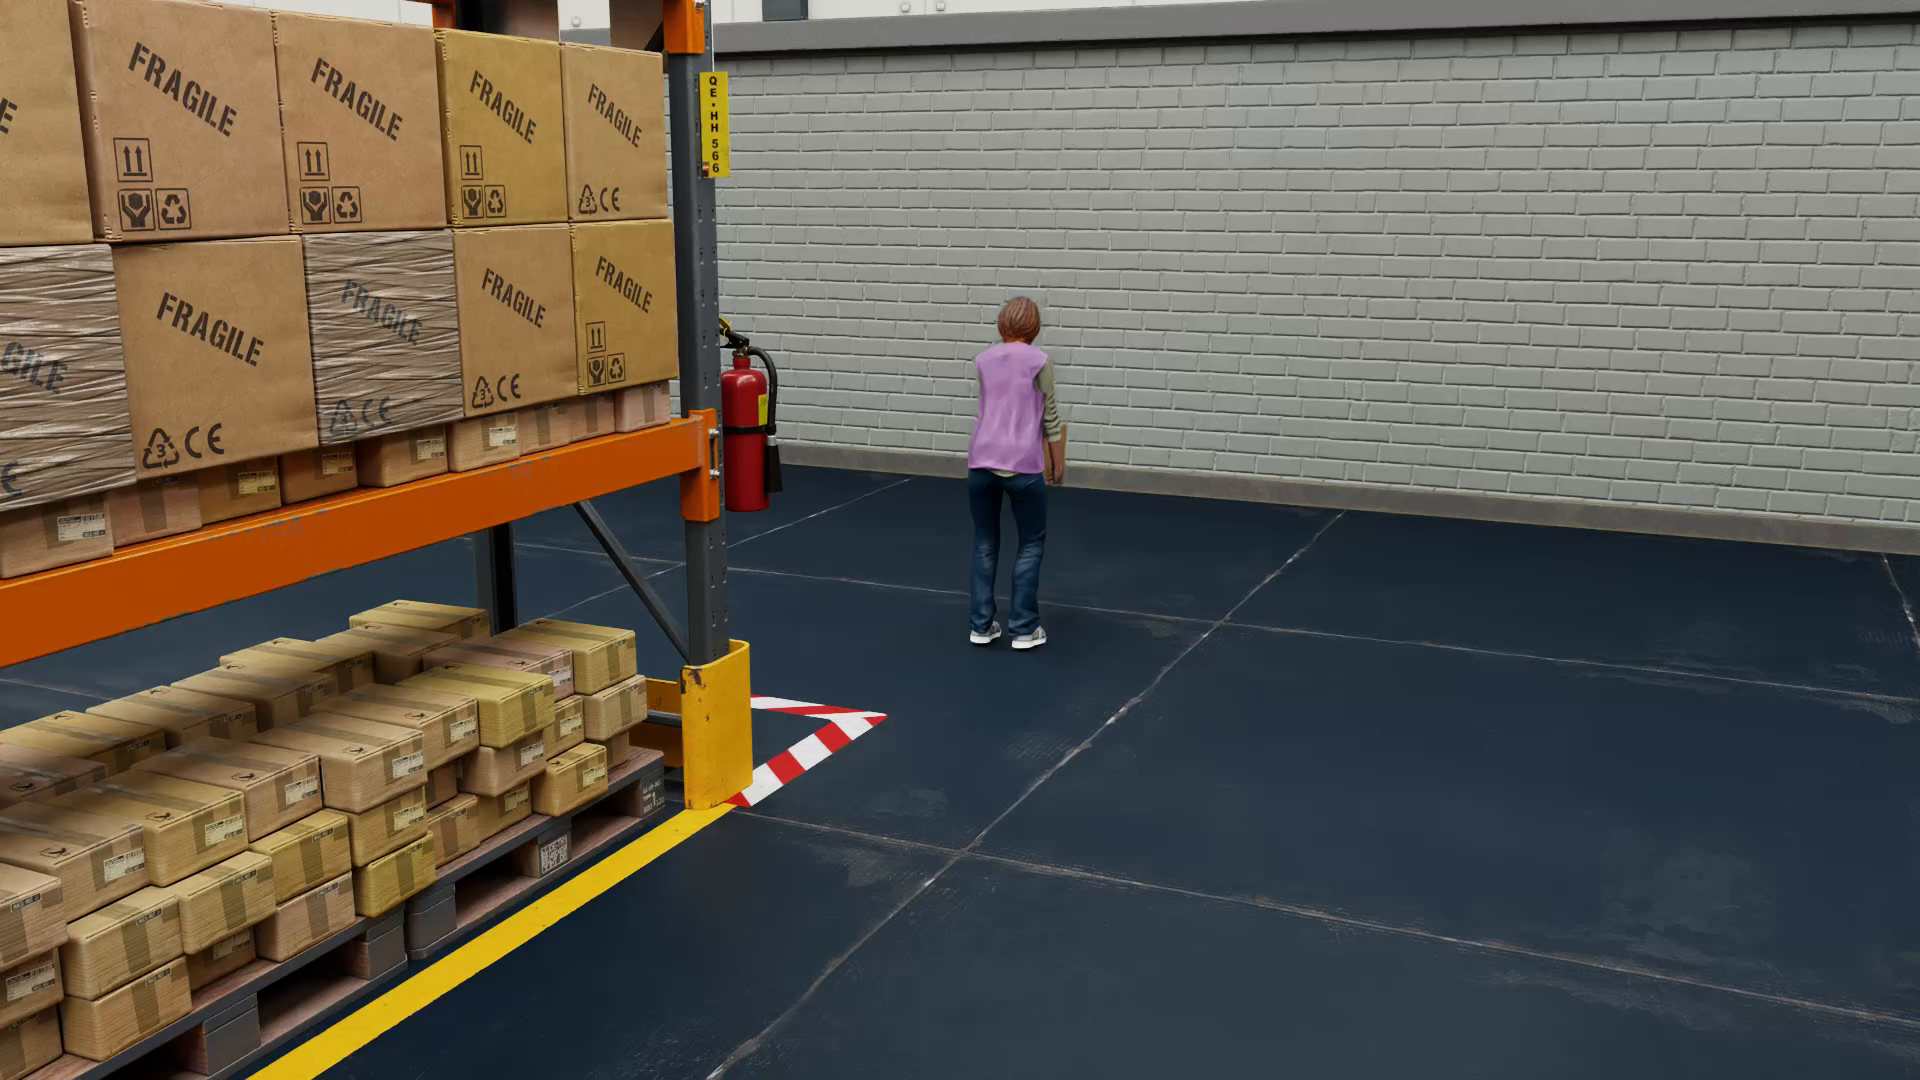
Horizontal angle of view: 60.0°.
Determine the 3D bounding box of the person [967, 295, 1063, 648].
[{"bbox_3d":[0.241,-0.303,7.466,0.371,1.560,0.532,5,14,22],"label":"person"}]
